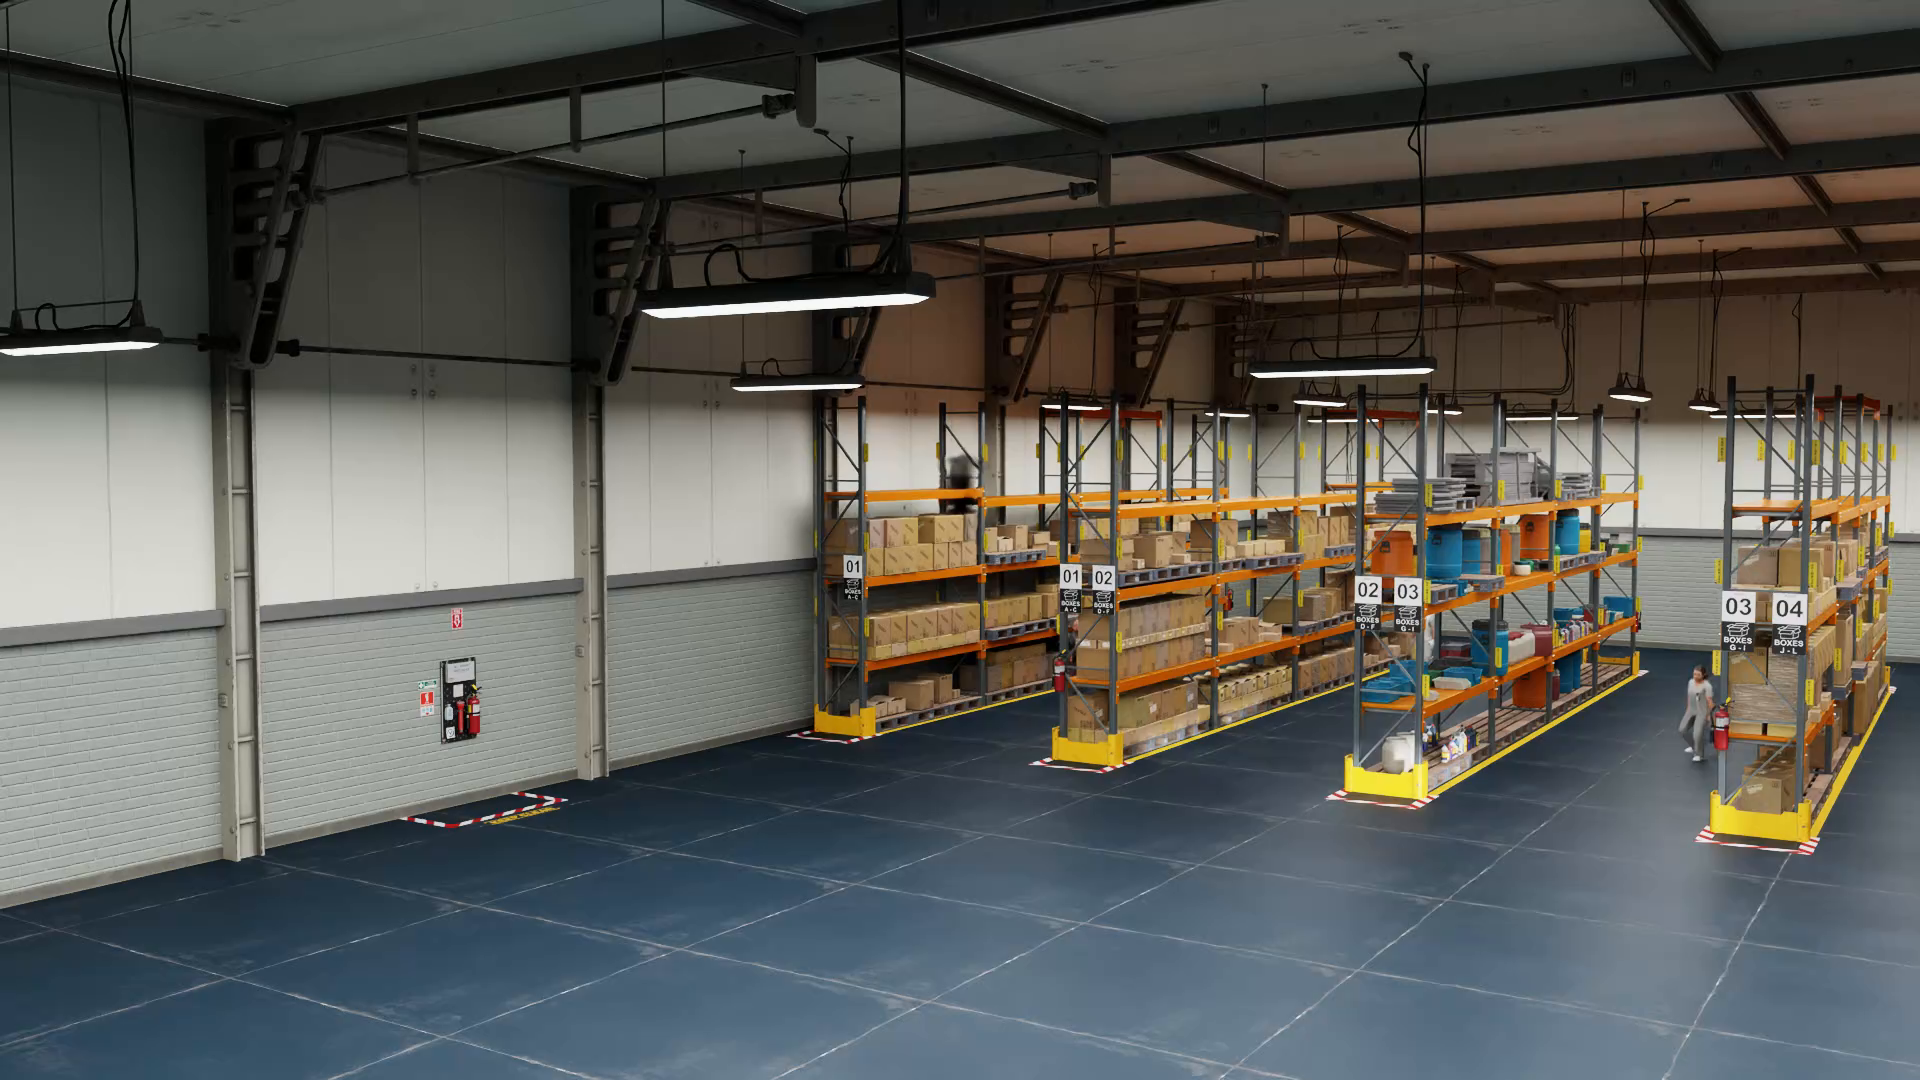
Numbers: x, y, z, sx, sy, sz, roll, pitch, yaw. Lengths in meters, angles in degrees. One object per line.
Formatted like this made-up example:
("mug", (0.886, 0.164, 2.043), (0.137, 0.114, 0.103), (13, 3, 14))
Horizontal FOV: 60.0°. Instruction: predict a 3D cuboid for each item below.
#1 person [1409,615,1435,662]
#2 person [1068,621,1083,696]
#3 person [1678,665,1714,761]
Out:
("person", (10.131, 2.213, 36.288), (0.710, 1.754, 0.684), (3, 4, 41))
("person", (2.335, 2.431, 33.154), (0.662, 1.680, 0.786), (0, 3, 5))
("person", (11.954, 2.782, 26.861), (0.592, 1.596, 0.713), (-2, 3, -28))
